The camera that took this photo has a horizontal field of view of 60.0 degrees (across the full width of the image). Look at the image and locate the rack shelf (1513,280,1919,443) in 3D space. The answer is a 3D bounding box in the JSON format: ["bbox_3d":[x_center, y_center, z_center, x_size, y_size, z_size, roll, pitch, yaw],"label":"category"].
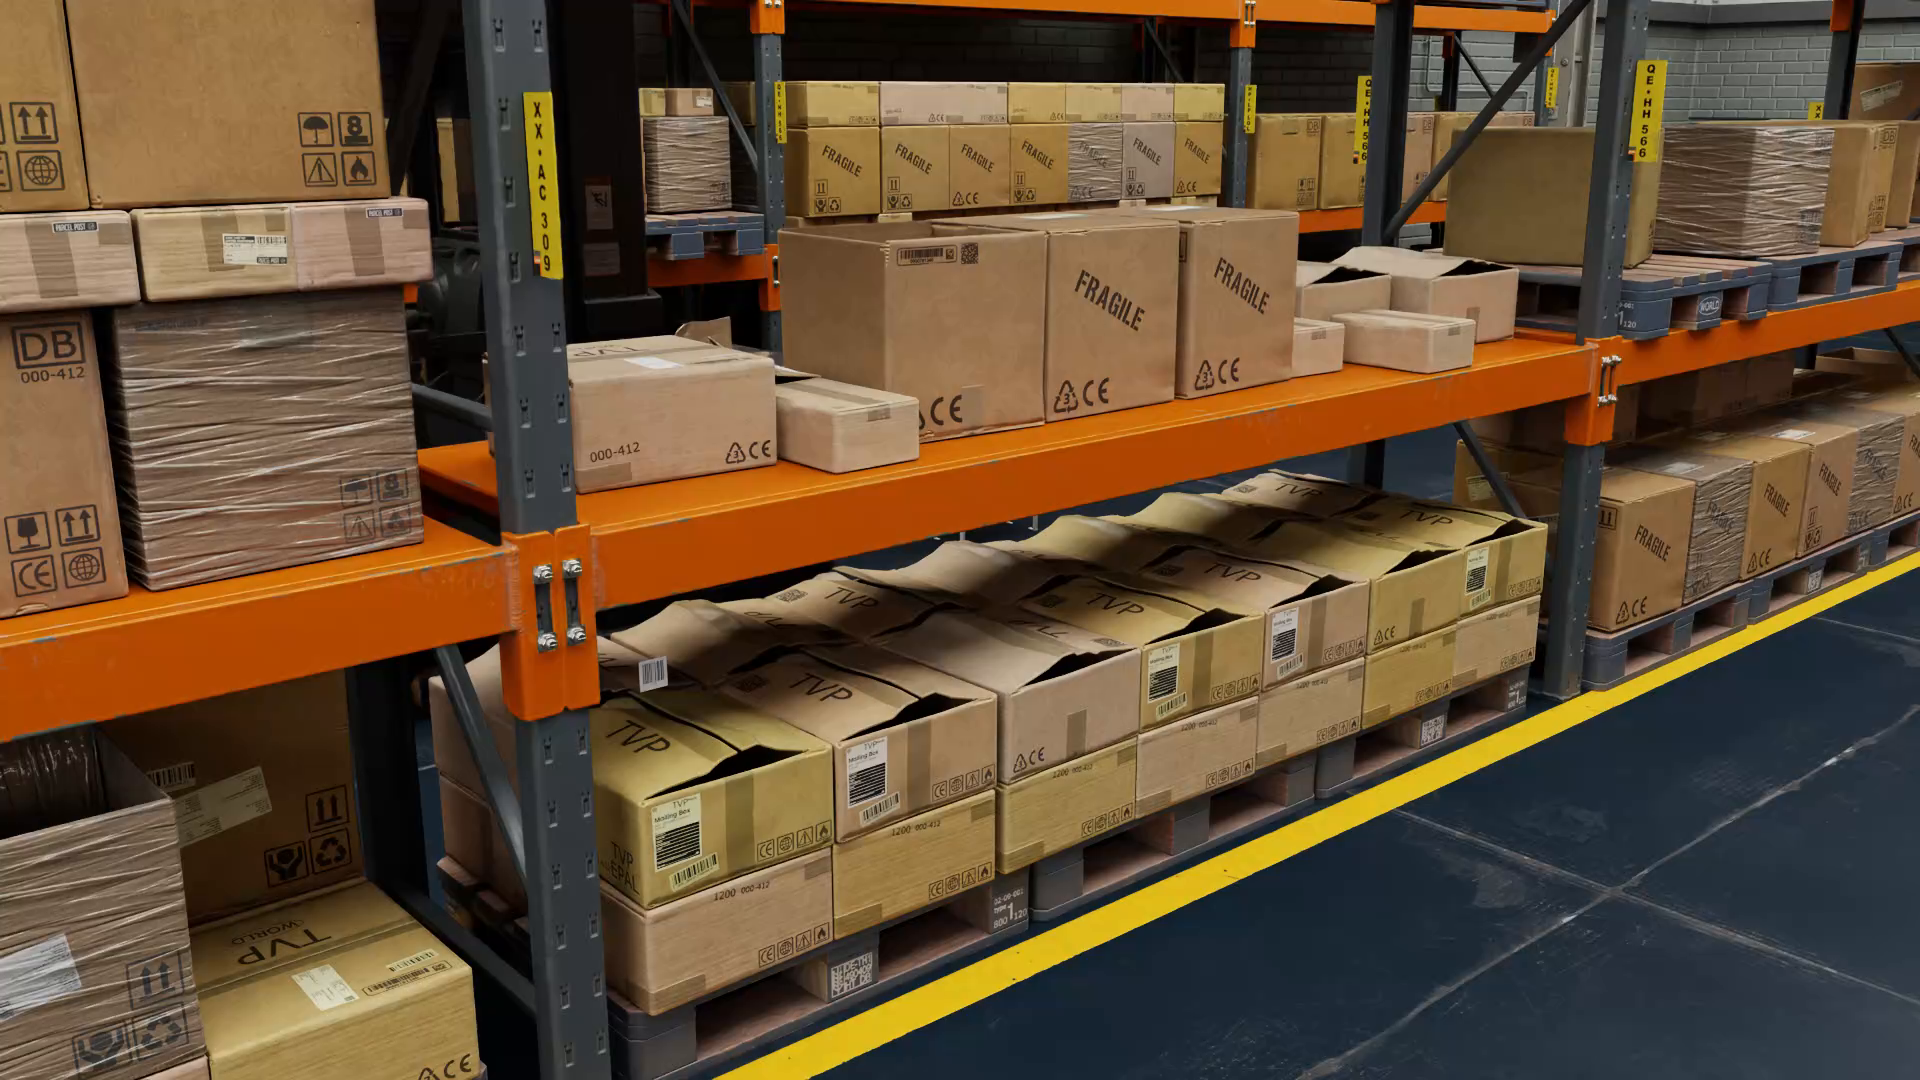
[{"bbox_3d":[3.413,-0.955,7.408,4.000,0.370,1.077,-13,19,-39],"label":"rack shelf"}]

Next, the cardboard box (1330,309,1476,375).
[{"bbox_3d":[1.407,-0.637,5.307,0.250,0.149,0.380,-13,19,-39],"label":"cardboard box"}]

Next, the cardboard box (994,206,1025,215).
[{"bbox_3d":[0.200,-2.089,10.705,0.250,0.149,0.380,-13,19,-39],"label":"cardboard box"}]

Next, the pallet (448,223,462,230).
[{"bbox_3d":[-2.817,-1.492,8.394,1.213,0.211,1.003,-13,19,-39],"label":"pallet"}]

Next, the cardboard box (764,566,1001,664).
[{"bbox_3d":[-0.229,0.270,4.853,0.500,0.311,0.500,-13,20,-40],"label":"cardboard box"}]

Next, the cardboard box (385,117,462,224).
[{"bbox_3d":[-2.624,-1.892,8.473,0.500,0.500,0.700,-13,19,-39],"label":"cardboard box"}]

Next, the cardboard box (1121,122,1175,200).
[{"bbox_3d":[1.106,-2.591,11.330,0.500,0.500,0.500,-12,19,-39],"label":"cardboard box"}]

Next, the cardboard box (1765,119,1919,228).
[{"bbox_3d":[4.418,-1.856,8.379,0.700,0.500,0.500,8,17,28],"label":"cardboard box"}]

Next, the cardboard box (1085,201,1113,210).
[{"bbox_3d":[0.810,-2.214,11.175,0.250,0.149,0.380,-13,19,-39],"label":"cardboard box"}]

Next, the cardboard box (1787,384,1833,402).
[{"bbox_3d":[4.002,-0.520,8.374,0.500,0.500,0.500,-12,19,-39],"label":"cardboard box"}]

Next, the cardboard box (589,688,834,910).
[{"bbox_3d":[-0.638,0.547,3.819,0.500,0.311,0.500,-13,19,-39],"label":"cardboard box"}]

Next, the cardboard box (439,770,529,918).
[{"bbox_3d":[-0.991,0.712,4.285,0.500,0.250,0.500,-13,20,-40],"label":"cardboard box"}]

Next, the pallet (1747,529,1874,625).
[{"bbox_3d":[3.412,0.059,7.622,1.213,0.211,1.003,-13,19,-39],"label":"pallet"}]

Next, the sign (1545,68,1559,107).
[{"bbox_3d":[5.031,-3.849,14.144,0.005,0.325,0.100,-13,19,-39],"label":"sign"}]

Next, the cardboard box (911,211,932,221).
[{"bbox_3d":[-0.389,-1.963,10.234,0.250,0.149,0.380,-13,20,-40],"label":"cardboard box"}]

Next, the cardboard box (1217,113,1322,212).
[{"bbox_3d":[2.087,-2.839,12.485,0.700,0.700,0.980,-12,19,-39],"label":"cardboard box"}]

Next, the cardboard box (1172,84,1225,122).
[{"bbox_3d":[1.483,-3.040,11.558,0.500,0.250,0.500,-12,19,-38],"label":"cardboard box"}]

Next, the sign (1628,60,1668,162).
[{"bbox_3d":[2.271,-1.416,5.495,0.005,0.325,0.100,-13,19,-39],"label":"sign"}]

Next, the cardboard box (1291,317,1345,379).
[{"bbox_3d":[0.979,-0.616,5.229,0.250,0.149,0.380,-11,18,-35],"label":"cardboard box"}]

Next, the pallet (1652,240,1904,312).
[{"bbox_3d":[3.368,-1.202,7.308,1.213,0.211,1.003,-13,19,-39],"label":"pallet"}]

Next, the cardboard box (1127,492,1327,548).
[{"bbox_3d":[0.926,0.013,5.818,0.500,0.311,0.500,-13,20,-41],"label":"cardboard box"}]

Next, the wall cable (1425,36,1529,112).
[{"bbox_3d":[5.030,-4.175,16.099,1.851,1.984,0.084,-13,19,-39],"label":"wall cable"}]

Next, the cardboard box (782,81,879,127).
[{"bbox_3d":[-0.817,-2.523,9.622,0.500,0.250,0.500,-12,19,-38],"label":"cardboard box"}]

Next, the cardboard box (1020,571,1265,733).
[{"bbox_3d":[0.521,0.286,4.795,0.500,0.311,0.500,-12,19,-38],"label":"cardboard box"}]

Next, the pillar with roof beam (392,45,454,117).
[{"bbox_3d":[-0.073,-3.936,5.549,0.400,9.000,9.100,-13,19,-39],"label":"pillar with roof beam"}]

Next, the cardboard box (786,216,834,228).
[{"bbox_3d":[-0.950,-1.827,9.724,0.250,0.149,0.380,-13,20,-40],"label":"cardboard box"}]

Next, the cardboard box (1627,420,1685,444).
[{"bbox_3d":[2.846,-0.261,7.405,0.500,0.500,0.500,-14,20,-41],"label":"cardboard box"}]

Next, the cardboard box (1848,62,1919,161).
[{"bbox_3d":[5.133,-2.309,8.951,0.500,0.500,0.500,-13,19,-39],"label":"cardboard box"}]

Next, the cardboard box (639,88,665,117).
[{"bbox_3d":[-1.824,-2.380,9.046,0.380,0.149,0.250,12,19,38],"label":"cardboard box"}]

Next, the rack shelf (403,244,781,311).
[{"bbox_3d":[-2.859,-1.241,8.479,4.000,0.370,1.077,-13,19,-39],"label":"rack shelf"}]

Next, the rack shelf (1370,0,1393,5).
[{"bbox_3d":[0.396,-1.727,4.484,4.000,0.370,1.077,-13,19,-39],"label":"rack shelf"}]

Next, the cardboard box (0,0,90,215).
[{"bbox_3d":[-1.824,-0.799,2.722,0.500,0.500,0.700,-13,20,-39],"label":"cardboard box"}]

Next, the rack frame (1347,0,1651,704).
[{"bbox_3d":[1.904,-0.964,6.047,0.127,3.000,1.000,-13,19,-39],"label":"rack frame"}]

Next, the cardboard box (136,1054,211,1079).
[{"bbox_3d":[-1.703,1.043,3.047,0.500,0.250,0.500,-13,19,-39],"label":"cardboard box"}]

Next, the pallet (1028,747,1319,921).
[{"bbox_3d":[0.338,0.721,5.143,1.213,0.211,1.003,-13,19,-39],"label":"pallet"}]

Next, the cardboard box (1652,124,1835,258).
[{"bbox_3d":[3.121,-1.462,6.902,0.500,0.500,0.700,-9,17,-29],"label":"cardboard box"}]

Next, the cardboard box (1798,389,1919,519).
[{"bbox_3d":[4.359,-0.425,8.020,0.500,0.500,0.500,-13,19,-39],"label":"cardboard box"}]

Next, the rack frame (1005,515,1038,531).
[{"bbox_3d":[0.309,-0.649,8.355,0.015,1.200,0.240,-13,19,-39],"label":"rack frame"}]

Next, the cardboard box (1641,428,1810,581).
[{"bbox_3d":[3.208,-0.164,7.043,0.500,0.500,0.500,-13,20,-40],"label":"cardboard box"}]

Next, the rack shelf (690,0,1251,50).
[{"bbox_3d":[0.159,-3.368,10.629,4.000,0.370,1.077,-13,19,-39],"label":"rack shelf"}]

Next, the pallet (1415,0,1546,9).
[{"bbox_3d":[4.132,-4.562,13.875,1.213,0.211,1.003,-13,19,-39],"label":"pallet"}]

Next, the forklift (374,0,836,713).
[{"bbox_3d":[-1.976,-0.949,6.121,3.031,2.935,1.130,-12,19,-38],"label":"forklift"}]

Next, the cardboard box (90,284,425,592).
[{"bbox_3d":[-1.444,-0.258,3.211,0.500,0.500,0.700,-13,20,-41],"label":"cardboard box"}]

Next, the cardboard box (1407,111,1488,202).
[{"bbox_3d":[3.765,-3.214,13.889,0.700,0.700,0.980,-13,20,-40],"label":"cardboard box"}]

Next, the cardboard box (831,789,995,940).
[{"bbox_3d":[-0.260,0.733,4.209,0.500,0.250,0.500,-12,19,-38],"label":"cardboard box"}]

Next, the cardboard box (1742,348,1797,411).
[{"bbox_3d":[3.643,-0.805,7.989,0.500,0.250,0.500,-13,19,-39],"label":"cardboard box"}]

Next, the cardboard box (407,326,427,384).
[{"bbox_3d":[-2.715,-0.990,8.683,0.500,0.250,0.500,-13,20,-40],"label":"cardboard box"}]

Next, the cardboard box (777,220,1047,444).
[{"bbox_3d":[-0.126,-0.551,4.306,0.500,0.500,0.500,-11,18,-35],"label":"cardboard box"}]

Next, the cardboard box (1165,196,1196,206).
[{"bbox_3d":[1.423,-2.334,11.623,0.250,0.149,0.380,-12,19,-38],"label":"cardboard box"}]

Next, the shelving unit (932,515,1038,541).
[{"bbox_3d":[0.125,-0.608,8.200,0.503,1.200,0.258,-13,19,-39],"label":"shelving unit"}]

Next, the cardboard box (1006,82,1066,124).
[{"bbox_3d":[0.322,-2.783,10.594,0.500,0.250,0.500,-13,20,-40],"label":"cardboard box"}]

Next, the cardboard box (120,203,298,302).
[{"bbox_3d":[-1.365,-0.519,2.929,0.250,0.149,0.380,-13,20,-41],"label":"cardboard box"}]

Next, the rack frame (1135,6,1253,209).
[{"bbox_3d":[1.667,-2.605,12.191,0.127,3.000,1.000,-13,19,-39],"label":"rack frame"}]

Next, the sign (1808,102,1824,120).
[{"bbox_3d":[4.560,-2.164,8.862,0.005,0.325,0.100,-13,19,-39],"label":"sign"}]

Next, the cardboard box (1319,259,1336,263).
[{"bbox_3d":[3.071,-2.132,13.191,0.250,0.149,0.380,-13,20,-41],"label":"cardboard box"}]

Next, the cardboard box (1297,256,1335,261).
[{"bbox_3d":[2.845,-2.212,13.491,0.250,0.149,0.380,-12,19,-39],"label":"cardboard box"}]

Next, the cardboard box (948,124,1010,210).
[{"bbox_3d":[-0.040,-2.333,10.362,0.500,0.500,0.500,-13,20,-40],"label":"cardboard box"}]

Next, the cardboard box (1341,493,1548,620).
[{"bbox_3d":[1.671,0.027,5.763,0.500,0.311,0.500,-12,19,-38],"label":"cardboard box"}]

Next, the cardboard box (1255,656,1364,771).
[{"bbox_3d":[0.900,0.471,5.190,0.500,0.250,0.500,-12,19,-38],"label":"cardboard box"}]
